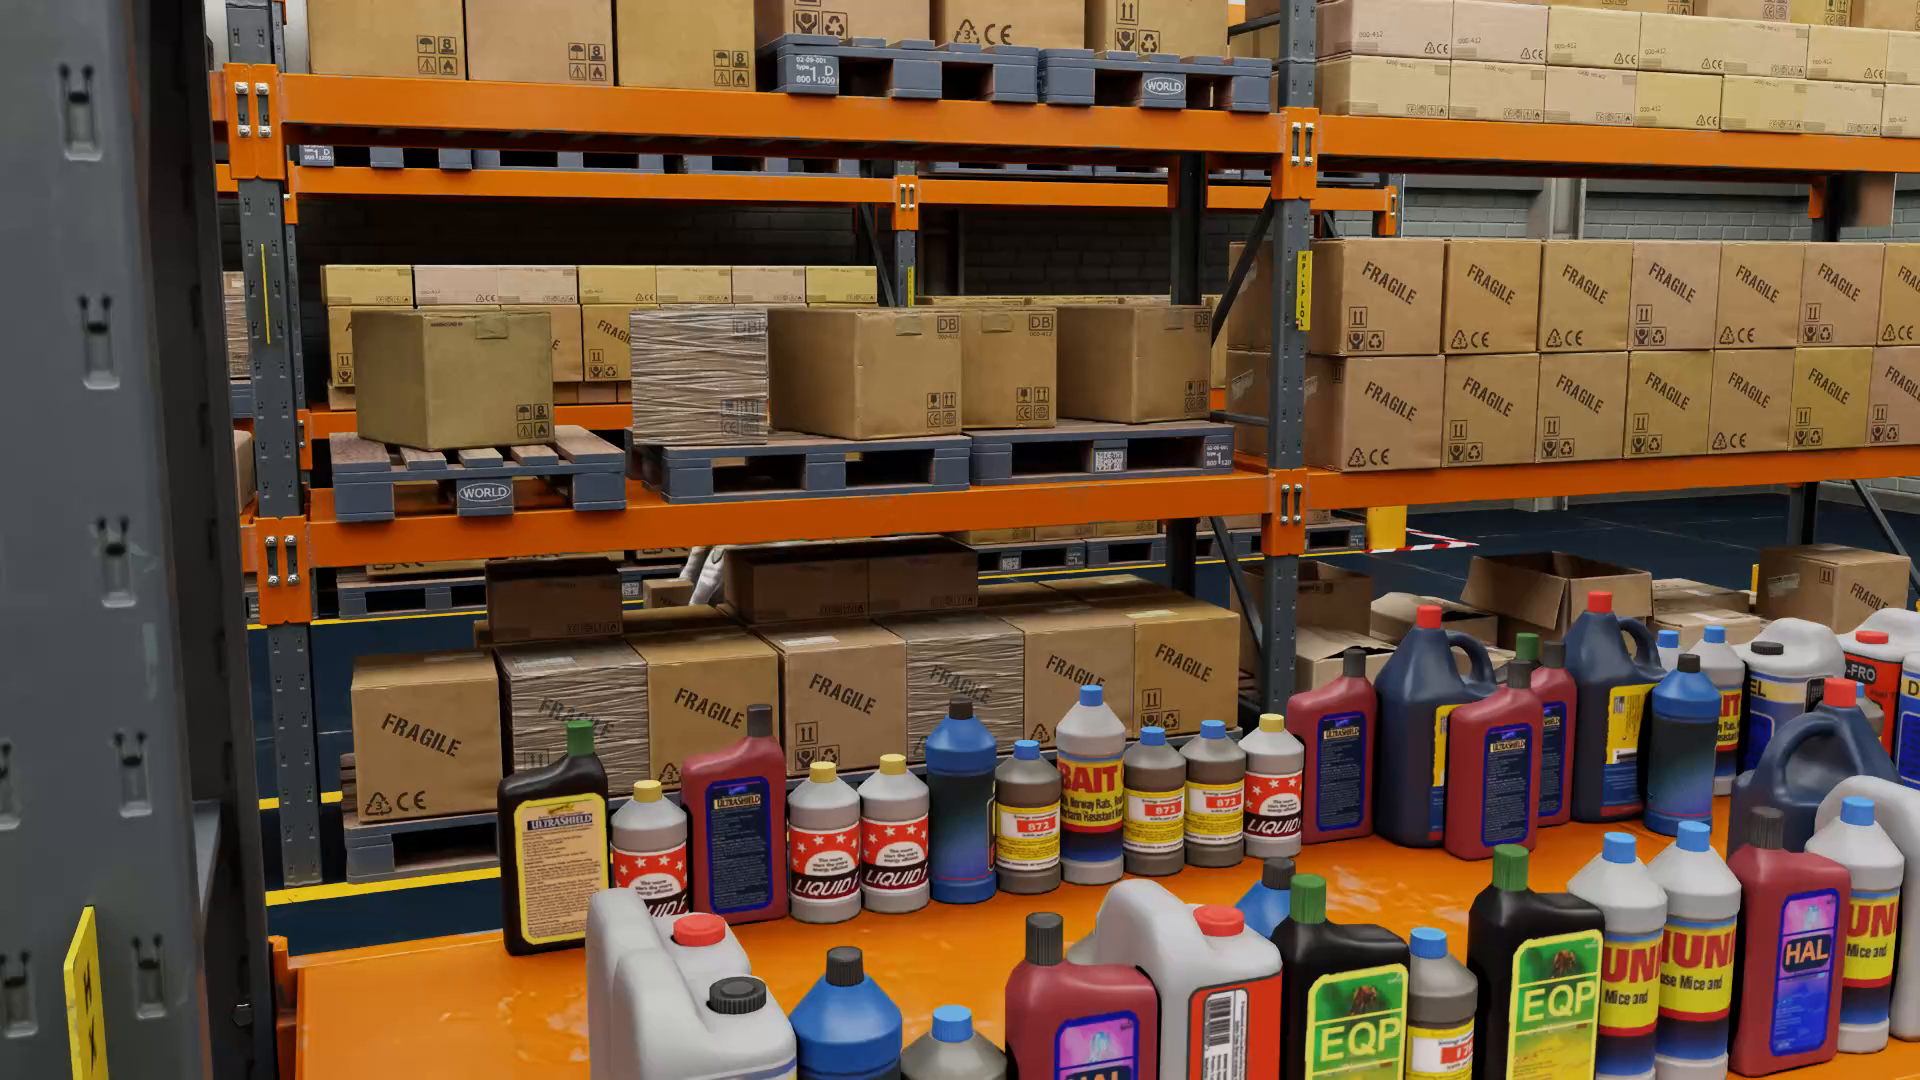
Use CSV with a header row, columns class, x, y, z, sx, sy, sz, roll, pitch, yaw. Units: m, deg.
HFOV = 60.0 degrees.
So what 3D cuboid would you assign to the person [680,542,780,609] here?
class,x,y,z,sx,sy,sz,roll,pitch,yaw
person,-1.295,0.190,9.396,0.819,0.975,0.494,-3,10,-21
